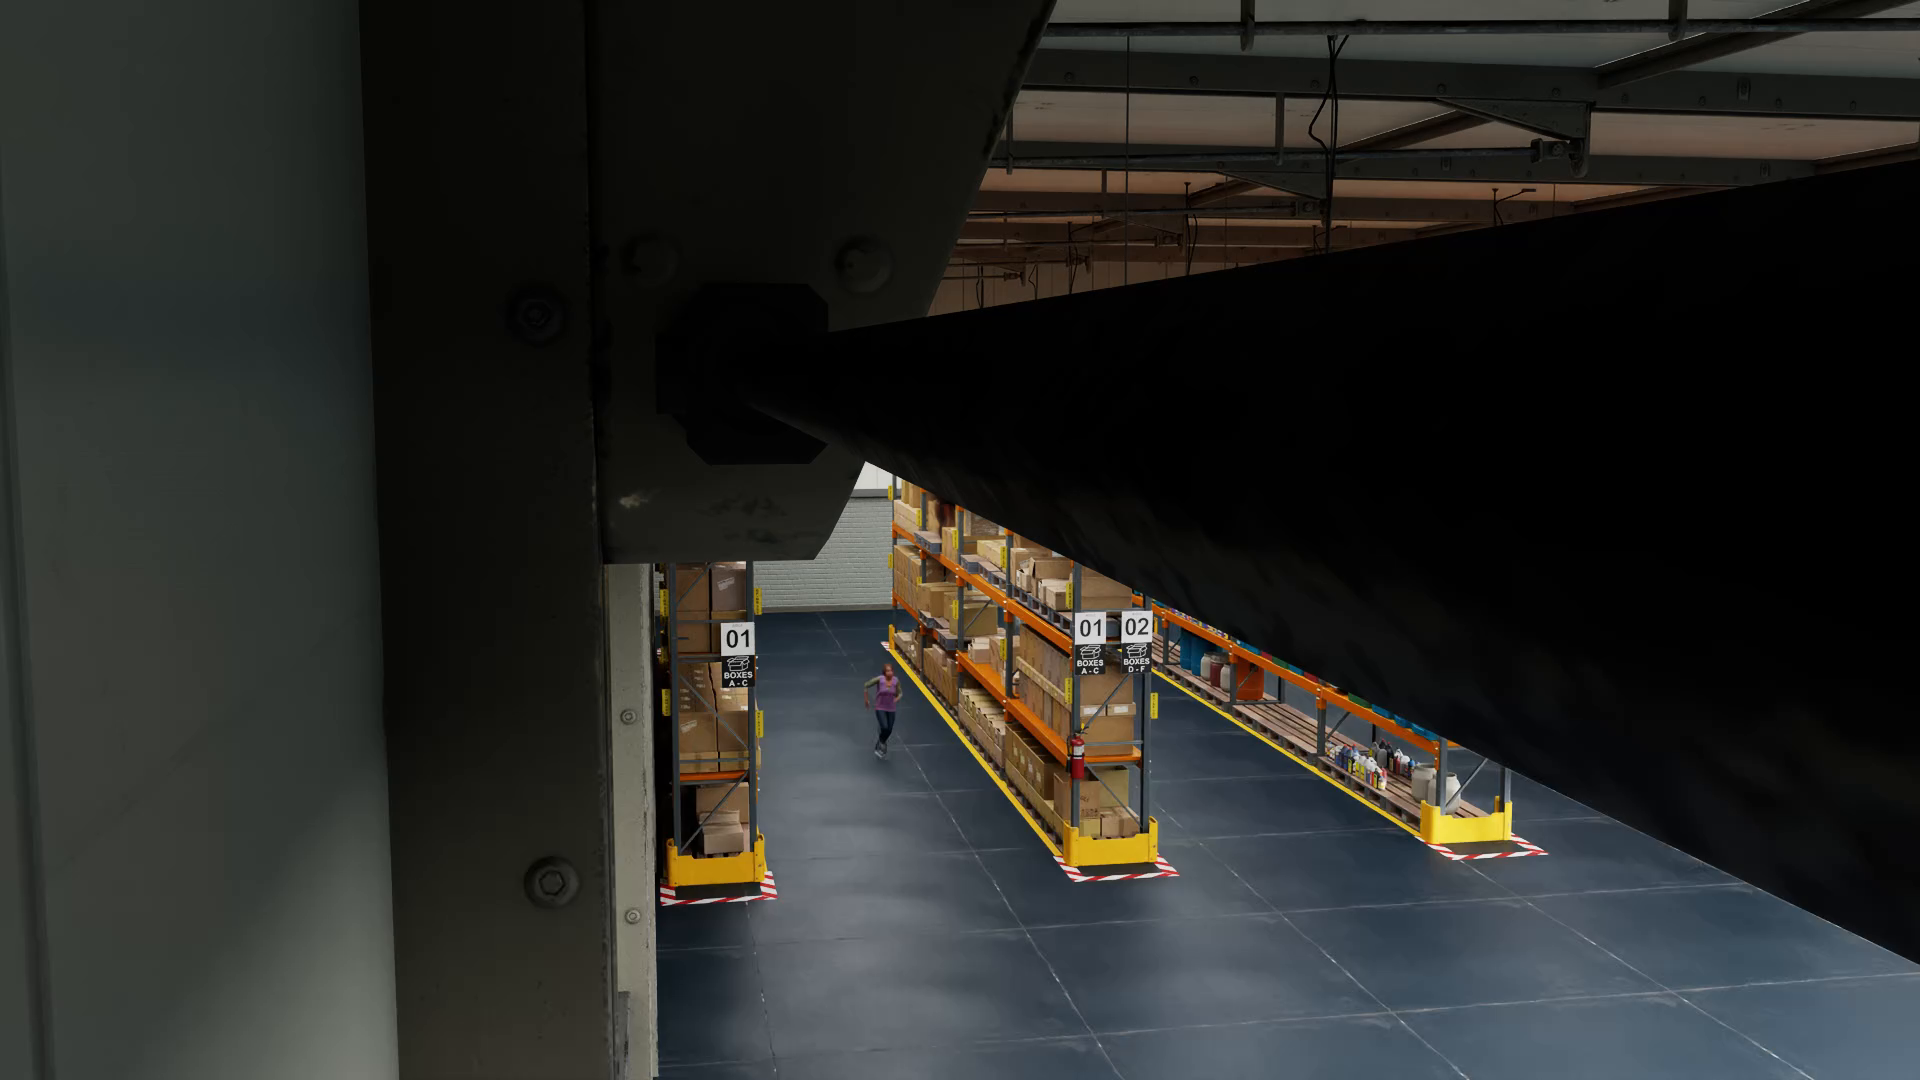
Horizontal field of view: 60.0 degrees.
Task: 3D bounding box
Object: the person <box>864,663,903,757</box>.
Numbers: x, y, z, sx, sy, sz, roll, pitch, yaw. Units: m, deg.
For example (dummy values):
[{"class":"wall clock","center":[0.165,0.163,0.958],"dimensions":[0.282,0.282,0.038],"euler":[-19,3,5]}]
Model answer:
[{"class":"person","center":[-1.204,2.712,26.294],"dimensions":[0.532,1.548,0.680],"euler":[-2,6,-18]}]
